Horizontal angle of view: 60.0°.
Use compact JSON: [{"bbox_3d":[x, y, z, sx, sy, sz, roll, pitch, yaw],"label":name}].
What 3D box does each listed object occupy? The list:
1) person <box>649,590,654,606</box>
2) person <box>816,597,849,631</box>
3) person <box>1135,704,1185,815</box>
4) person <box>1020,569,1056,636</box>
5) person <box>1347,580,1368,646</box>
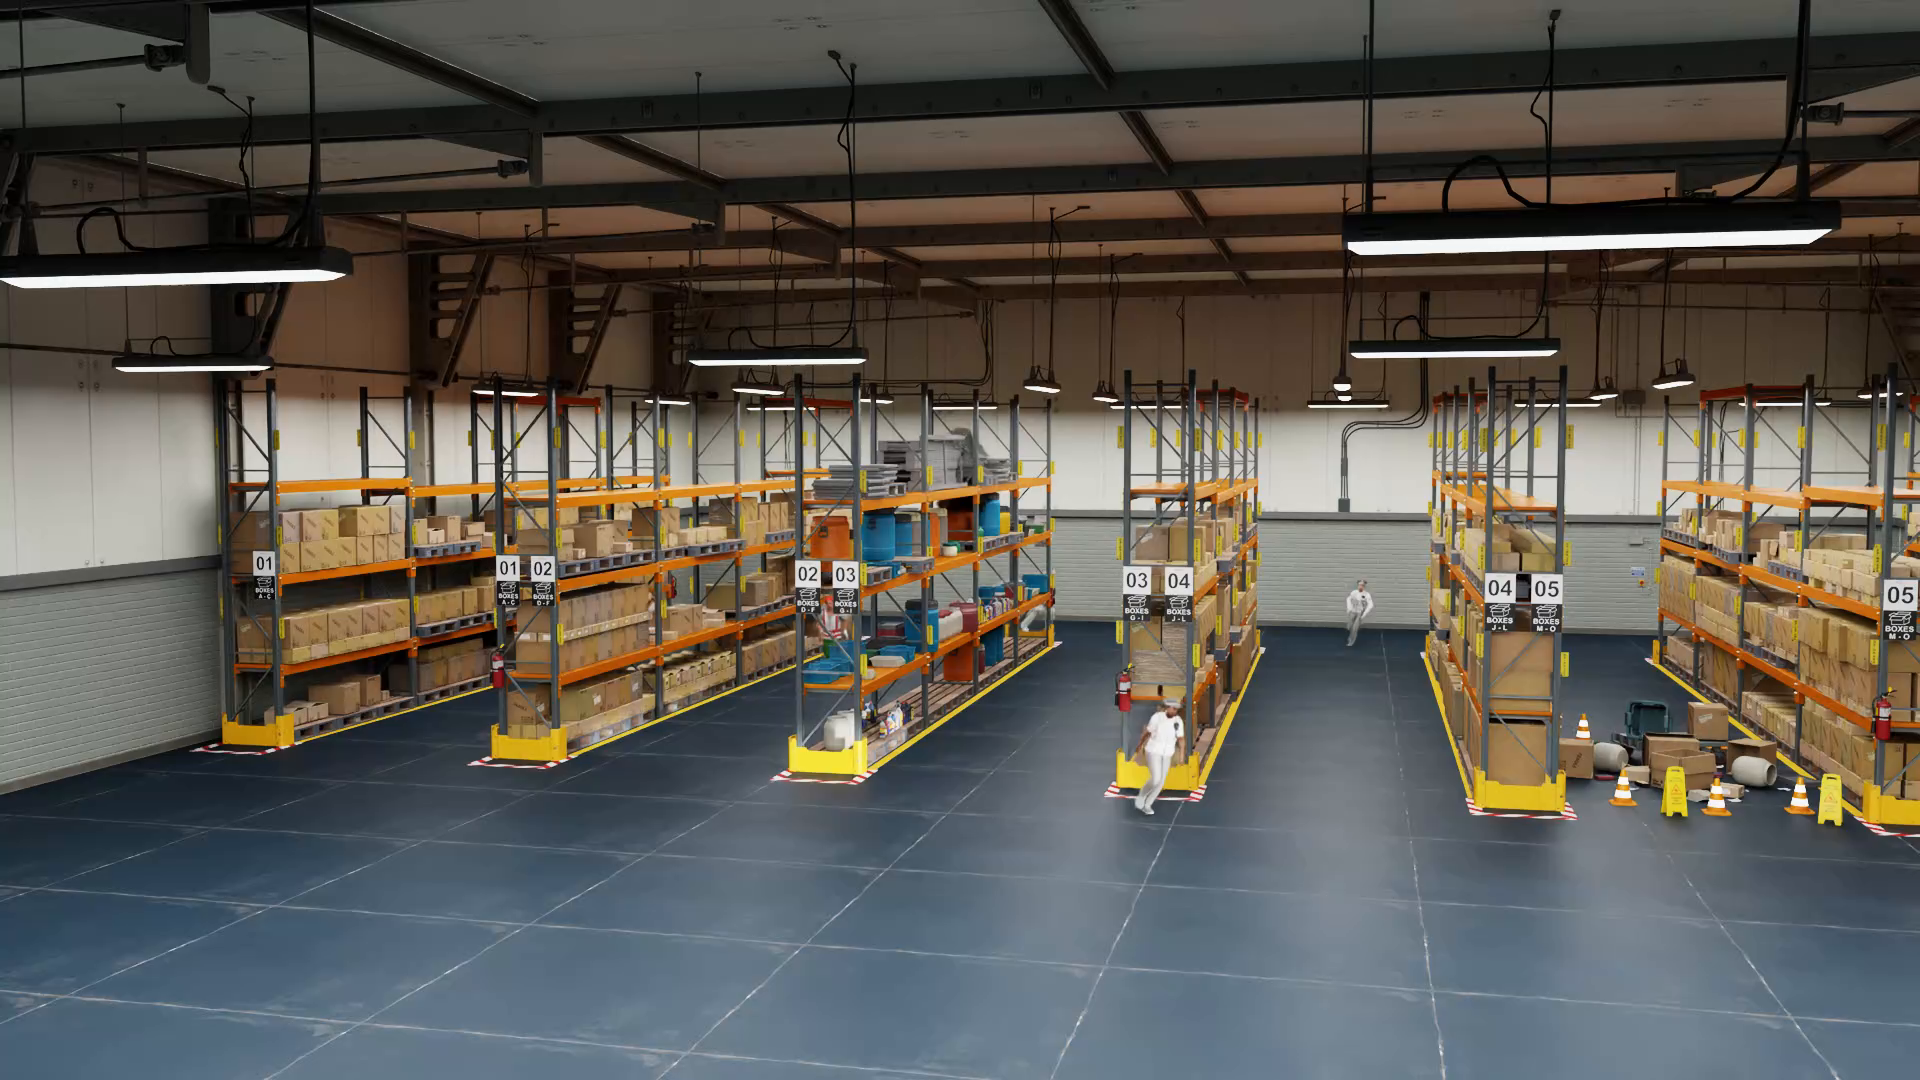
[{"bbox_3d":[-6.862,1.528,36.697,0.508,0.833,0.658,1,4,12],"label":"person"},{"bbox_3d":[-2.662,1.541,34.363,0.612,0.753,0.547,1,4,14],"label":"person"},{"bbox_3d":[2.672,2.875,22.191,0.603,1.587,0.699,-1,4,-22],"label":"person"},{"bbox_3d":[2.046,1.616,42.840,1.067,1.746,0.760,2,4,25],"label":"person"},{"bbox_3d":[9.650,1.765,40.389,0.553,1.637,0.534,2,4,28],"label":"person"}]
